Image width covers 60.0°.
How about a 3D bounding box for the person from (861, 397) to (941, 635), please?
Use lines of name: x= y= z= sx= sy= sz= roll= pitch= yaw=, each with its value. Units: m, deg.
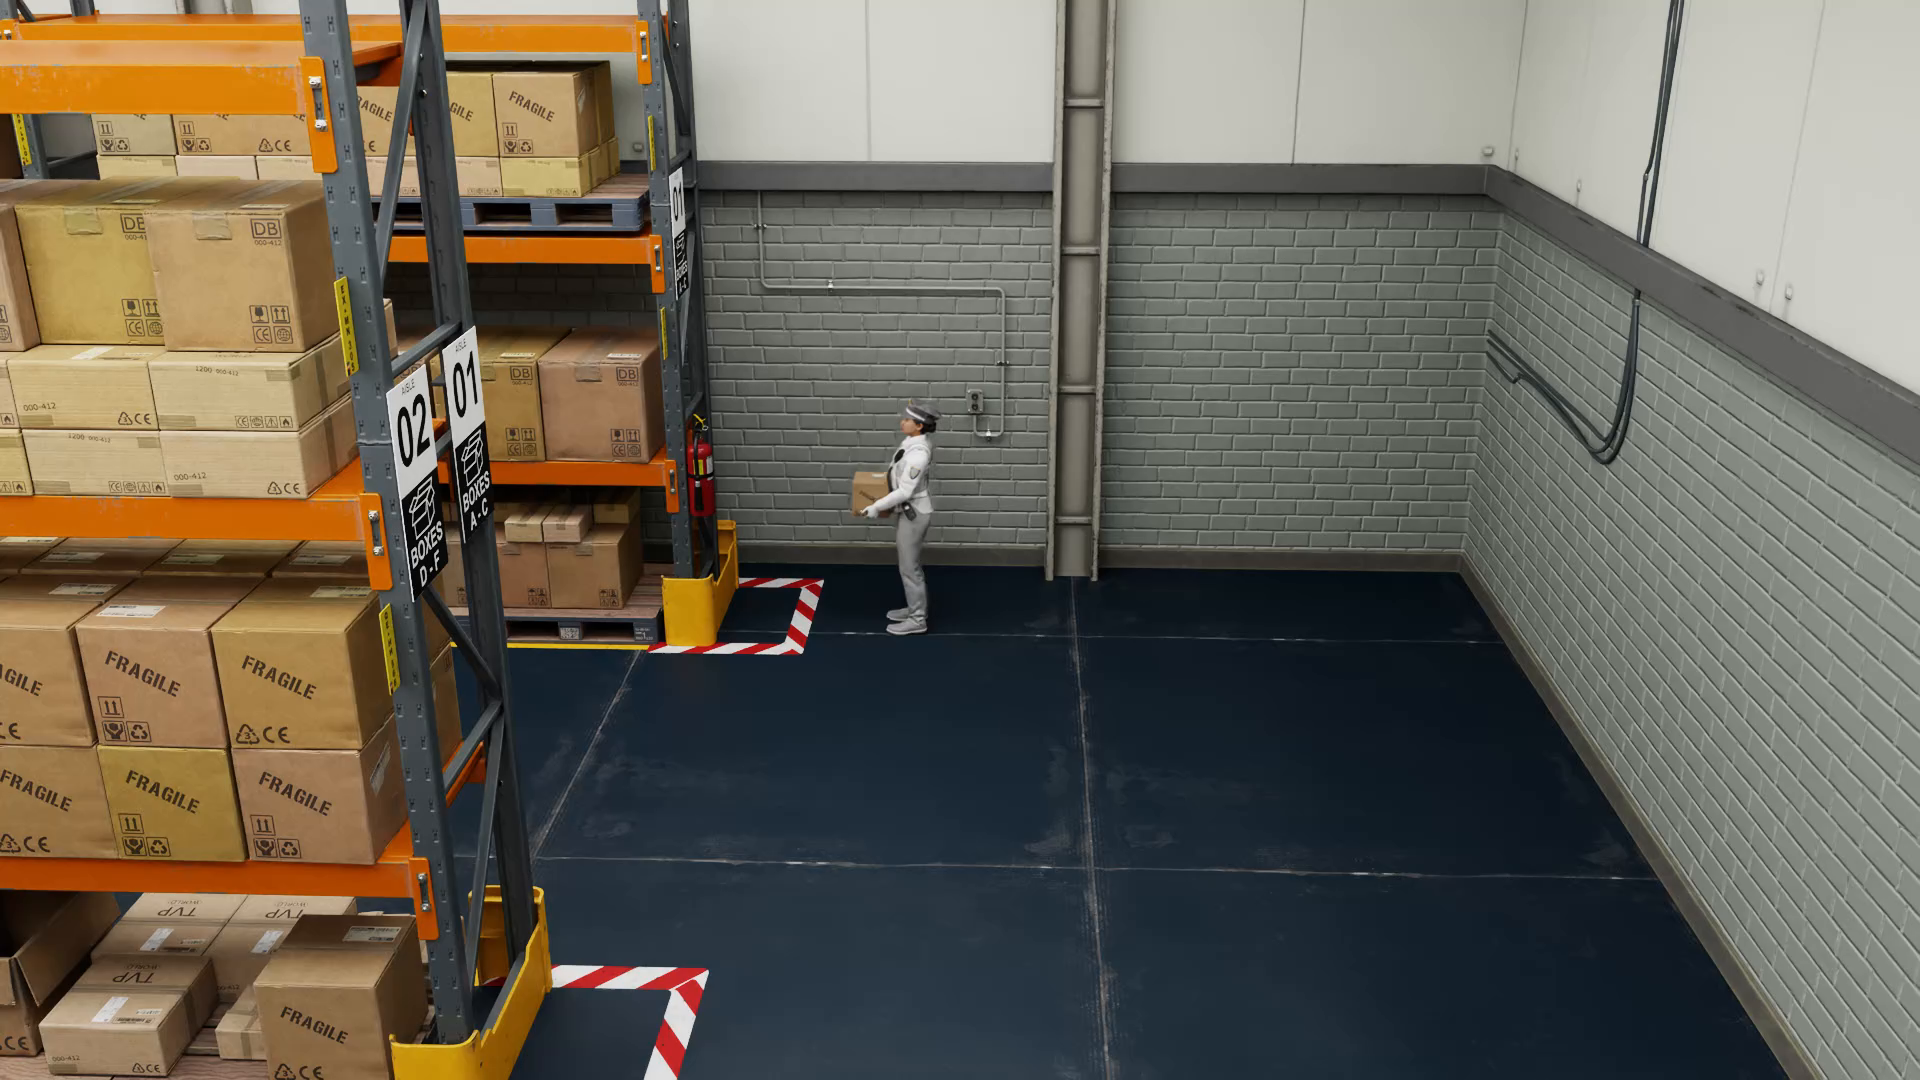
person: x=-0.405 y=-0.174 z=11.488 sx=0.554 sy=1.695 sz=0.467 roll=-1 pitch=21 yaw=-2
